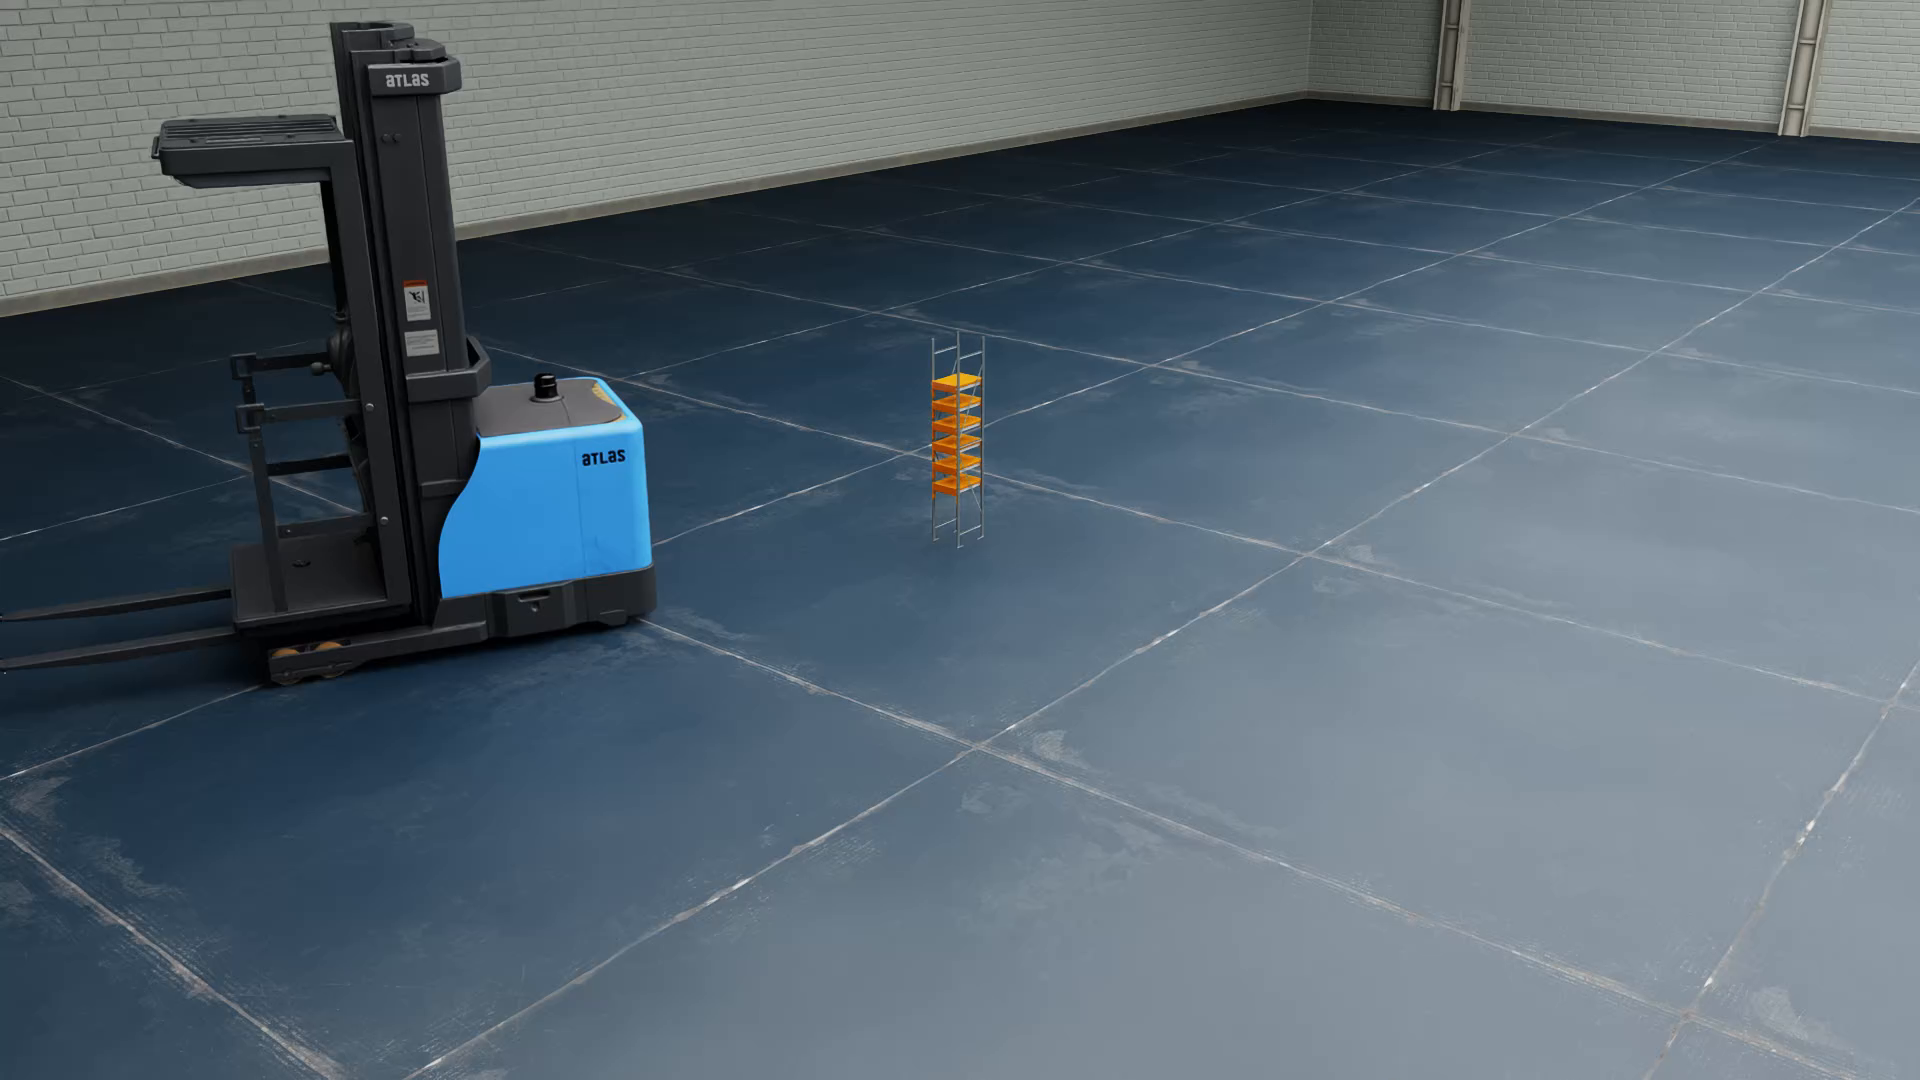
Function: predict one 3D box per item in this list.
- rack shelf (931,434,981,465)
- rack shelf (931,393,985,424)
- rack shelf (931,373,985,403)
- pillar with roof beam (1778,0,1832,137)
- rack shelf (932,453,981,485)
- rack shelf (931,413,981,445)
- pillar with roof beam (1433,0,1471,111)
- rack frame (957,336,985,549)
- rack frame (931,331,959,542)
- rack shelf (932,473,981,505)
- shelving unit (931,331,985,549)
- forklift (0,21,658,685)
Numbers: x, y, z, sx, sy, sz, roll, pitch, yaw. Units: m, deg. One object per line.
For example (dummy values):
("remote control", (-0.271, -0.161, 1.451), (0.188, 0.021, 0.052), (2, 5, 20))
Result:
("rack shelf", (-0.011, -0.523, 9.481), (0.180, 0.103, 0.258), (16, 26, 36))
("rack shelf", (-0.011, -0.748, 9.396), (0.180, 0.103, 0.258), (16, 26, 36))
("rack shelf", (-0.011, -0.860, 9.354), (0.180, 0.103, 0.258), (16, 26, 36))
("pillar with roof beam", (10.950, -9.681, 22.588), (0.400, 9.000, 9.100), (16, 26, 36))
("rack shelf", (-0.011, -0.411, 9.523), (0.180, 0.103, 0.258), (16, 26, 36))
("rack shelf", (-0.011, -0.635, 9.438), (0.180, 0.103, 0.258), (16, 26, 36))
("pillar with roof beam", (6.302, -11.020, 26.137), (0.400, 9.000, 9.100), (16, 26, 36))
("rack frame", (0.060, -0.544, 9.411), (0.006, 1.200, 0.240), (16, 26, 36))
("rack frame", (-0.082, -0.585, 9.519), (0.006, 1.200, 0.240), (16, 26, 36))
("rack shelf", (-0.011, -0.298, 9.565), (0.180, 0.103, 0.258), (16, 26, 36))
("shelving unit", (-0.011, -0.565, 9.465), (0.189, 1.200, 0.258), (16, 26, 36))
("forklift", (-3.123, -0.899, 7.899), (3.031, 2.935, 1.130), (-9, 22, -22))
